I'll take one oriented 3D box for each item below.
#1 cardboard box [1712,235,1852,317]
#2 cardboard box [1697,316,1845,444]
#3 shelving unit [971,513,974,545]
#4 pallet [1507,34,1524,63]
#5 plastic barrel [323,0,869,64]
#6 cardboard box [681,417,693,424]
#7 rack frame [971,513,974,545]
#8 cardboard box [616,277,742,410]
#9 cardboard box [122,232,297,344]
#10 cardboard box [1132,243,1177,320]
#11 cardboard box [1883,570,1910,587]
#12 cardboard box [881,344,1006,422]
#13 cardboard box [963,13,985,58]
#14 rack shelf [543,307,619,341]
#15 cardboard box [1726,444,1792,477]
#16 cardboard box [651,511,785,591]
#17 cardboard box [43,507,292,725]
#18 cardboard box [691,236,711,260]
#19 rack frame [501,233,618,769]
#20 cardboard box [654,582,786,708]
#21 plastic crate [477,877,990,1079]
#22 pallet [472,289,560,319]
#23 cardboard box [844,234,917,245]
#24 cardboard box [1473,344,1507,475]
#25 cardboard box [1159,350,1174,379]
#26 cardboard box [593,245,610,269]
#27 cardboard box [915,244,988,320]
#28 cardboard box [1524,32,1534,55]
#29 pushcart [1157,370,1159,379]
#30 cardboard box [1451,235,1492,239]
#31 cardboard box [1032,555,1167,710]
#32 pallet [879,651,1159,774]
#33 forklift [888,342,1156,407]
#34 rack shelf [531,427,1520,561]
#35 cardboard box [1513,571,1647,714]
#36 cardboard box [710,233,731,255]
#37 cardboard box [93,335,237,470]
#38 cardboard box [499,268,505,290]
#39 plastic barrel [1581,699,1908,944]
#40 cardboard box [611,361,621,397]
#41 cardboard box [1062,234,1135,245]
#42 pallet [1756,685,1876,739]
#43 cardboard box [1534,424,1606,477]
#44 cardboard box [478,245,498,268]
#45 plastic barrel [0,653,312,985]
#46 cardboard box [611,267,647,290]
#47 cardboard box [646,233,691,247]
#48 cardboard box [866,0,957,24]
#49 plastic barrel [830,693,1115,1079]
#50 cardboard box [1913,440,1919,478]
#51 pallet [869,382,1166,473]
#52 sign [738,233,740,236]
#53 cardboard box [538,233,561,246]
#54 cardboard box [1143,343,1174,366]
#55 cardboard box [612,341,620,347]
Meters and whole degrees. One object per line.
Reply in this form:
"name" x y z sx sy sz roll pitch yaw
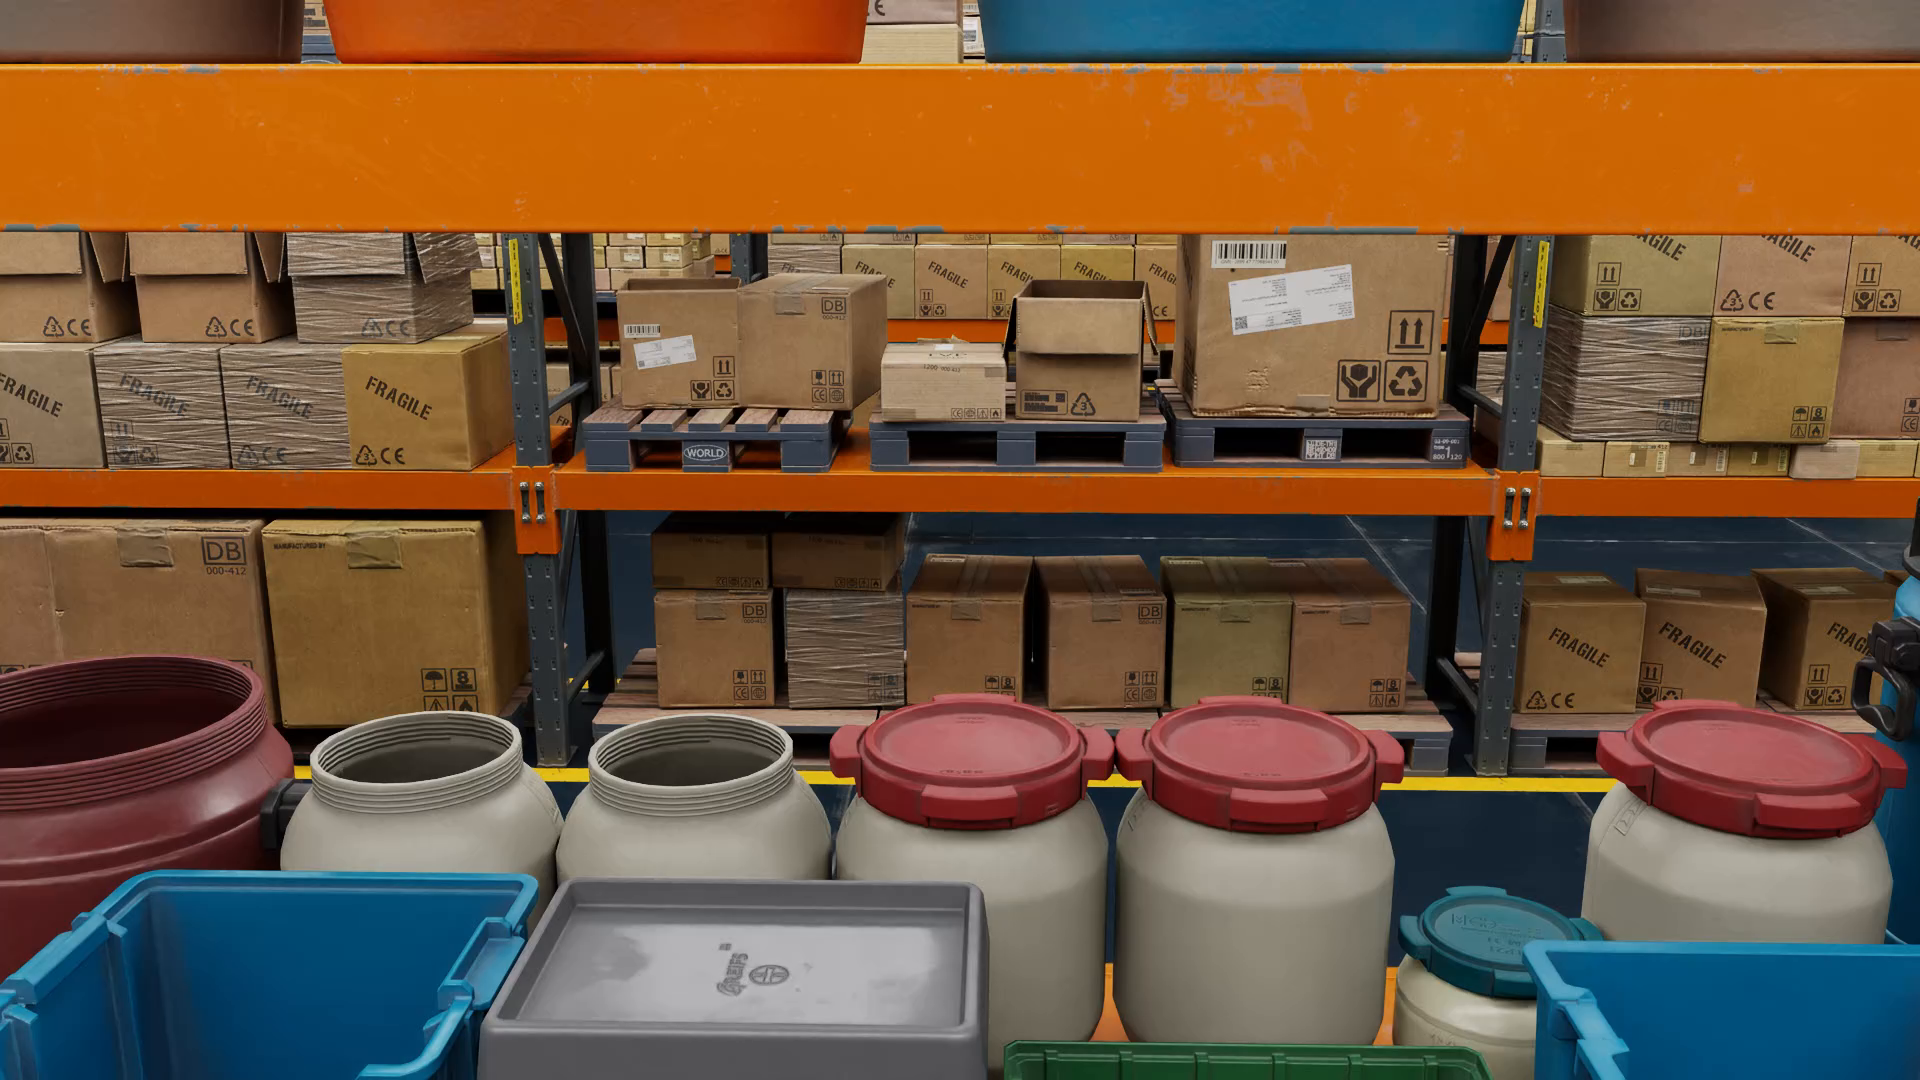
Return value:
"cardboard box" 3.205 -1.177 6.683 0.500 0.500 0.500 0 15 1
"cardboard box" 3.209 -0.734 6.961 0.500 0.500 0.875 0 15 1
"shelving unit" -0.165 -0.581 10.691 0.503 1.200 0.258 0 15 1
"pallet" 1.647 -1.963 6.889 1.003 0.211 1.213 0 15 1
"plastic barrel" -0.394 -0.928 1.757 0.708 0.830 0.600 0 15 1
"cardboard box" -2.174 -0.795 12.049 0.500 0.500 0.500 0 15 1
"rack frame" 0.078 -0.580 10.685 0.015 1.200 0.240 0 15 1
"cardboard box" -1.196 -0.856 7.187 0.500 0.500 0.500 -1 15 -5
"cardboard box" -3.119 -1.146 7.140 0.637 0.503 0.797 1 15 3
"cardboard box" 1.456 -1.823 11.675 0.500 0.500 0.500 0 15 1
"cardboard box" 4.413 0.447 7.343 0.500 0.500 0.500 2 15 7
"cardboard box" -0.068 -0.659 6.930 0.500 0.250 0.500 0 15 0
"cardboard box" 0.223 -3.454 11.327 0.500 0.311 0.500 0 15 0
"rack shelf" -3.509 -1.528 12.161 4.000 0.370 1.077 0 15 1
"cardboard box" 3.219 -0.374 6.870 0.250 0.149 0.380 0 15 1
"cardboard box" -1.067 0.032 7.407 0.500 0.250 0.500 1 15 4
"cardboard box" -3.317 0.208 7.512 0.875 0.875 1.225 0 15 2
"cardboard box" -1.987 -2.142 12.166 0.250 0.149 0.380 1 15 4
"rack frame" -1.737 -0.598 7.228 0.127 3.000 1.000 0 15 1
"cardboard box" -1.067 0.397 7.493 0.500 0.500 0.700 0 15 -2
"plastic crate" -0.256 0.722 2.097 0.583 0.464 0.402 0 15 1
"pallet" -3.489 -1.772 12.054 1.213 0.211 1.003 0 15 1
"cardboard box" -0.555 -2.386 11.848 0.500 0.500 0.700 0 15 1
"cardboard box" 4.017 -0.985 12.037 0.875 0.875 0.875 0 15 2
"cardboard box" 1.866 -0.933 12.083 0.750 0.750 1.050 0 15 1
"cardboard box" -2.545 -1.977 11.541 0.250 0.149 0.380 1 15 3
"cardboard box" -0.055 -1.833 11.712 0.500 0.500 0.500 0 15 1
"cardboard box" 3.862 -3.322 11.143 0.250 0.149 0.380 0 15 1
"pushcart" 2.506 -1.250 14.838 0.936 0.377 1.648 -5 16 -18
"cardboard box" 3.410 -2.446 11.821 0.550 0.550 0.875 0 15 1
"cardboard box" 0.613 0.403 7.471 0.500 0.500 0.700 -1 15 -3
"pallet" 0.260 0.764 7.530 1.213 0.211 1.003 0 15 1
"forklift" 0.383 -2.436 14.326 3.031 2.935 1.130 -1 15 -3
"rack shelf" 0.262 -0.237 7.270 4.000 0.370 1.077 0 15 1
"cardboard box" 2.660 0.446 7.346 0.500 0.500 0.500 0 15 0
"cardboard box" -2.507 -2.989 16.585 0.500 0.250 0.500 1 15 2
"cardboard box" -3.254 -0.594 7.016 0.500 0.500 0.500 0 15 0
"cardboard box" -3.038 -1.838 11.595 0.250 0.149 0.380 0 15 -1
"plastic barrel" 1.184 0.563 2.560 0.433 0.535 0.433 0 15 0
"cardboard box" -2.200 -1.157 11.953 0.500 0.250 0.500 0 15 0
"cardboard box" 0.973 -2.376 11.811 0.500 0.500 0.700 0 15 2
"pallet" 4.157 0.779 7.475 1.213 0.211 1.003 0 15 1
"cardboard box" 2.469 -0.373 6.865 0.250 0.149 0.380 0 15 1
"cardboard box" -3.305 -1.983 11.562 0.250 0.149 0.380 1 15 3
"plastic barrel" -1.392 0.525 2.704 0.708 0.536 0.600 0 15 1
"cardboard box" -2.263 -1.832 11.574 0.250 0.149 0.380 0 15 1
"cardboard box" -2.011 -2.118 11.491 0.250 0.149 0.380 0 15 -1
"cardboard box" -0.264 -2.264 6.487 0.500 0.500 0.500 0 15 0
"plastic barrel" 0.018 0.555 2.589 0.433 0.535 0.433 0 15 0
"cardboard box" 3.969 -0.366 6.841 0.250 0.149 0.380 0 15 1
"pallet" 0.243 -0.503 7.243 1.213 0.211 1.003 0 15 1
"sign" -1.514 -2.246 11.357 0.005 0.325 0.100 0 15 1
"cardboard box" -2.791 -2.123 11.509 0.250 0.149 0.380 1 15 3
"cardboard box" 1.990 -2.035 17.000 0.625 0.372 0.950 1 15 2
"cardboard box" -3.064 -2.334 17.148 0.875 0.875 0.875 1 15 2
